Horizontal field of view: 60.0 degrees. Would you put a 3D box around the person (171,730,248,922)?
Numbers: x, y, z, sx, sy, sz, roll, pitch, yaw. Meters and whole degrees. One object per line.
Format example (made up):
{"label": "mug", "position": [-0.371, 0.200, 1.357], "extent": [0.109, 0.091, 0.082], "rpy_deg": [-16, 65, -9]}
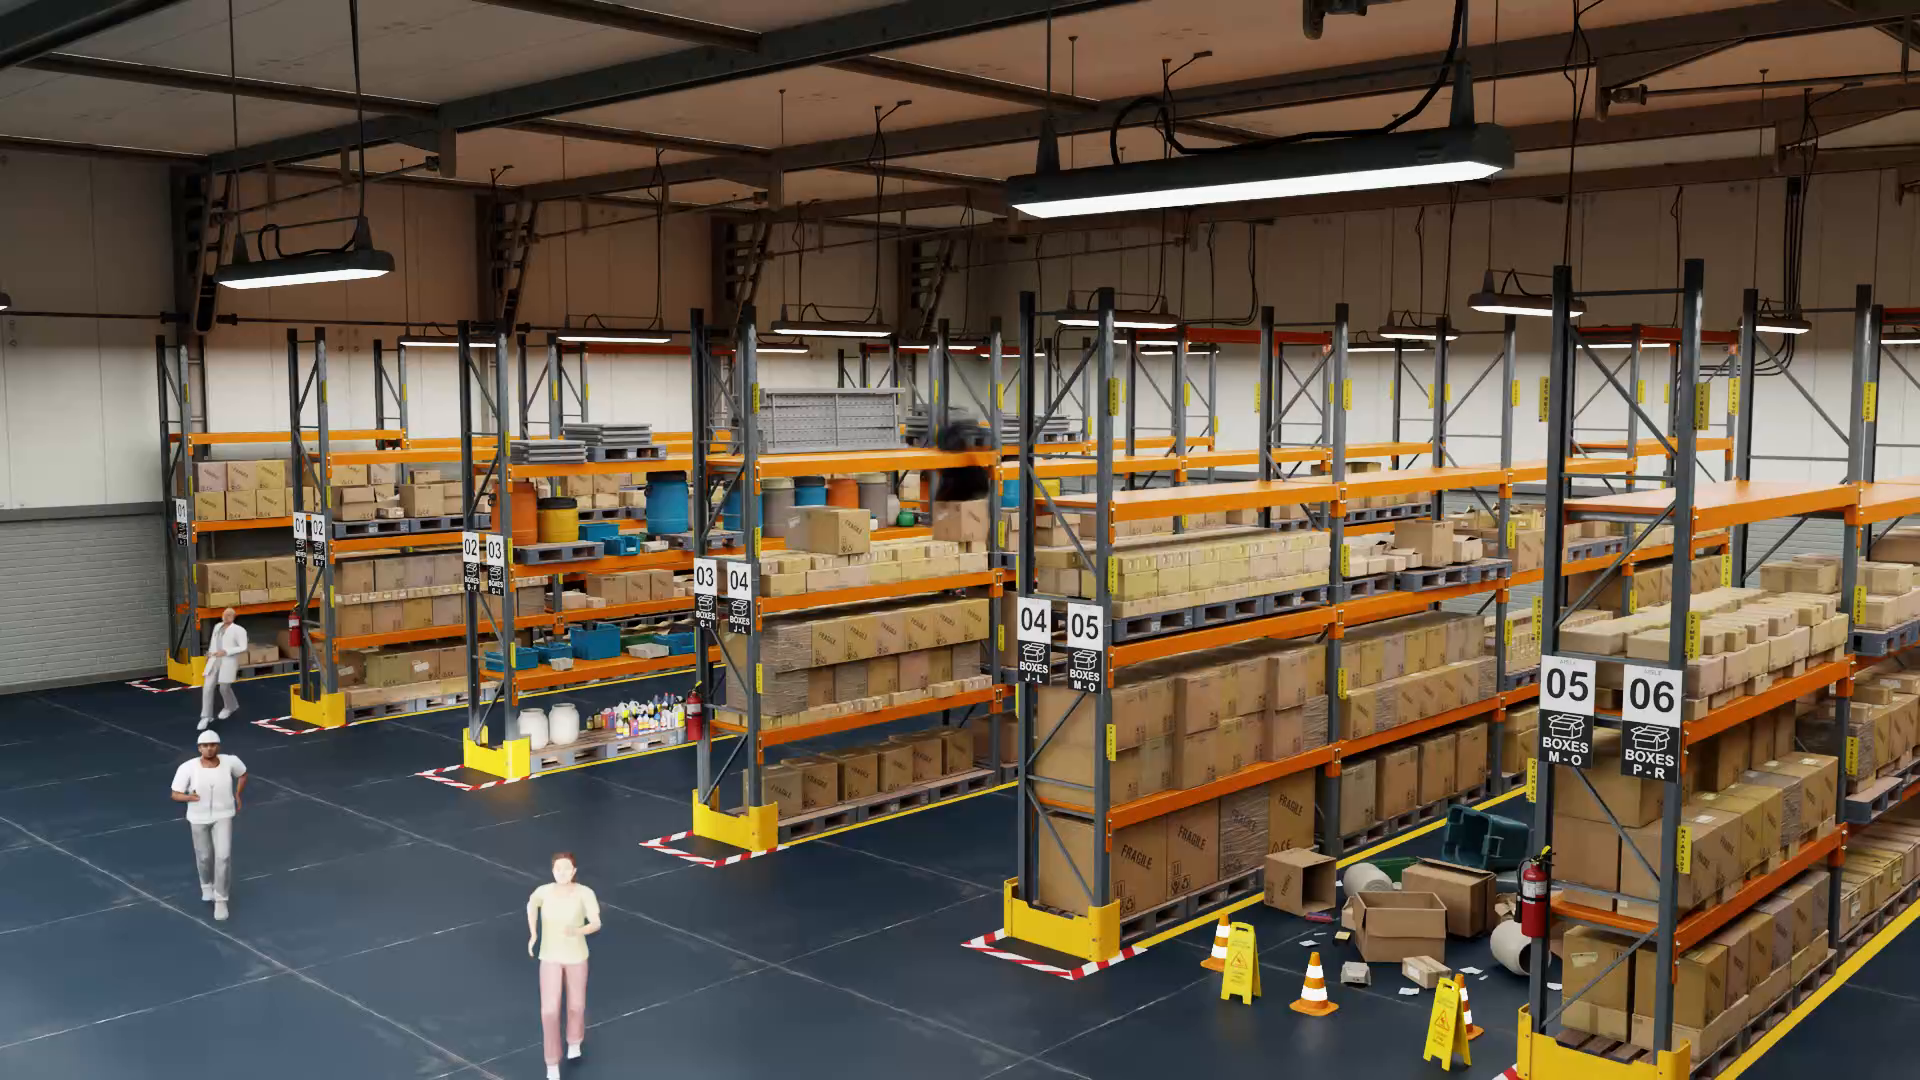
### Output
{"label": "person", "position": [-7.314, 2.746, 16.247], "extent": [0.691, 1.805, 0.785], "rpy_deg": [-2, 6, -24]}

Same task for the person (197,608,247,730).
{"label": "person", "position": [-11.135, 1.915, 25.145], "extent": [0.721, 1.768, 0.940], "rpy_deg": [1, 5, 6]}

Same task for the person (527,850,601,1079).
{"label": "person", "position": [-2.957, 3.167, 12.439], "extent": [0.545, 1.721, 0.730], "rpy_deg": [-1, 5, -12]}
